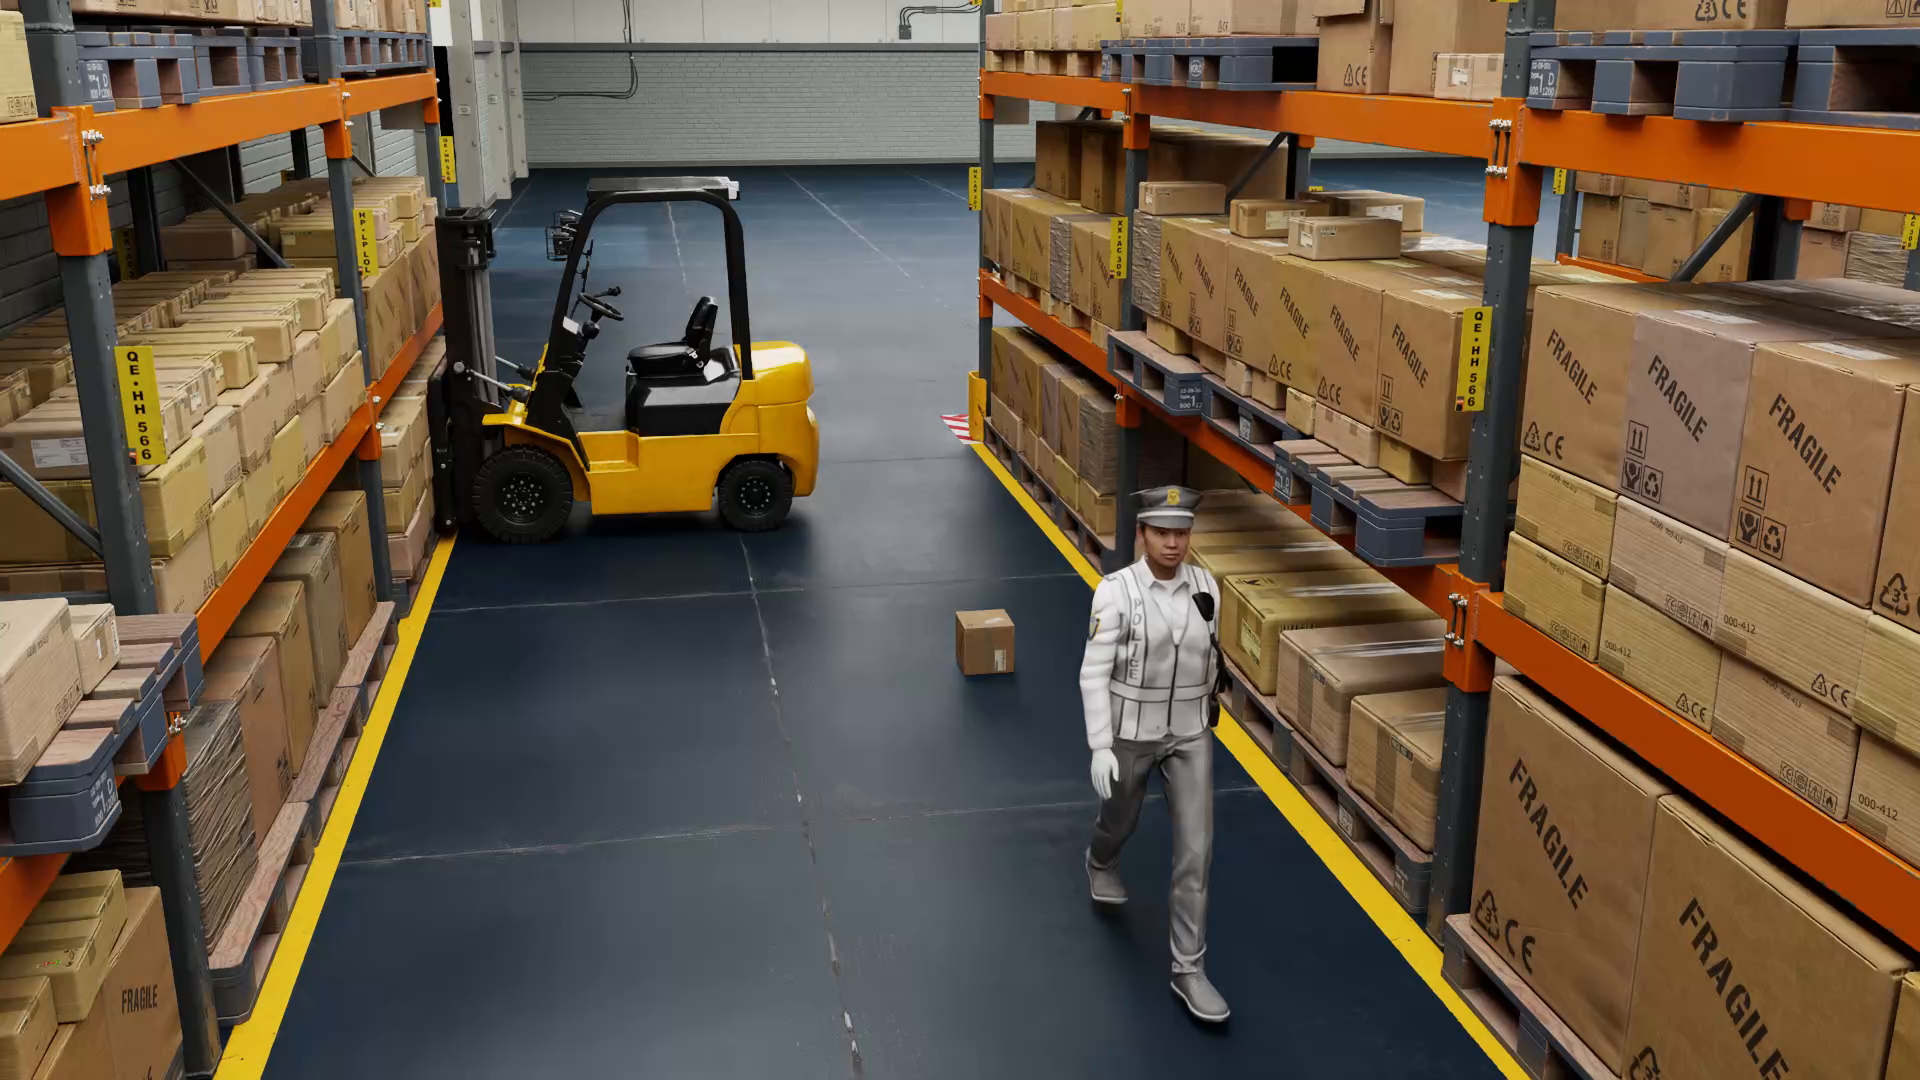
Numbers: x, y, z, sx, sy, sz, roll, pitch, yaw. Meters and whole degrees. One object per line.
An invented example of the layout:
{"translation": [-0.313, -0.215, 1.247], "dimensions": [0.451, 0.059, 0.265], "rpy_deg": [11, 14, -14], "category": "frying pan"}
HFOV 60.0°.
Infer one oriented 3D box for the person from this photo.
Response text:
{"translation": [0.627, 0.612, 5.397], "dimensions": [0.505, 1.641, 0.971], "rpy_deg": [-3, 17, -10], "category": "person"}
